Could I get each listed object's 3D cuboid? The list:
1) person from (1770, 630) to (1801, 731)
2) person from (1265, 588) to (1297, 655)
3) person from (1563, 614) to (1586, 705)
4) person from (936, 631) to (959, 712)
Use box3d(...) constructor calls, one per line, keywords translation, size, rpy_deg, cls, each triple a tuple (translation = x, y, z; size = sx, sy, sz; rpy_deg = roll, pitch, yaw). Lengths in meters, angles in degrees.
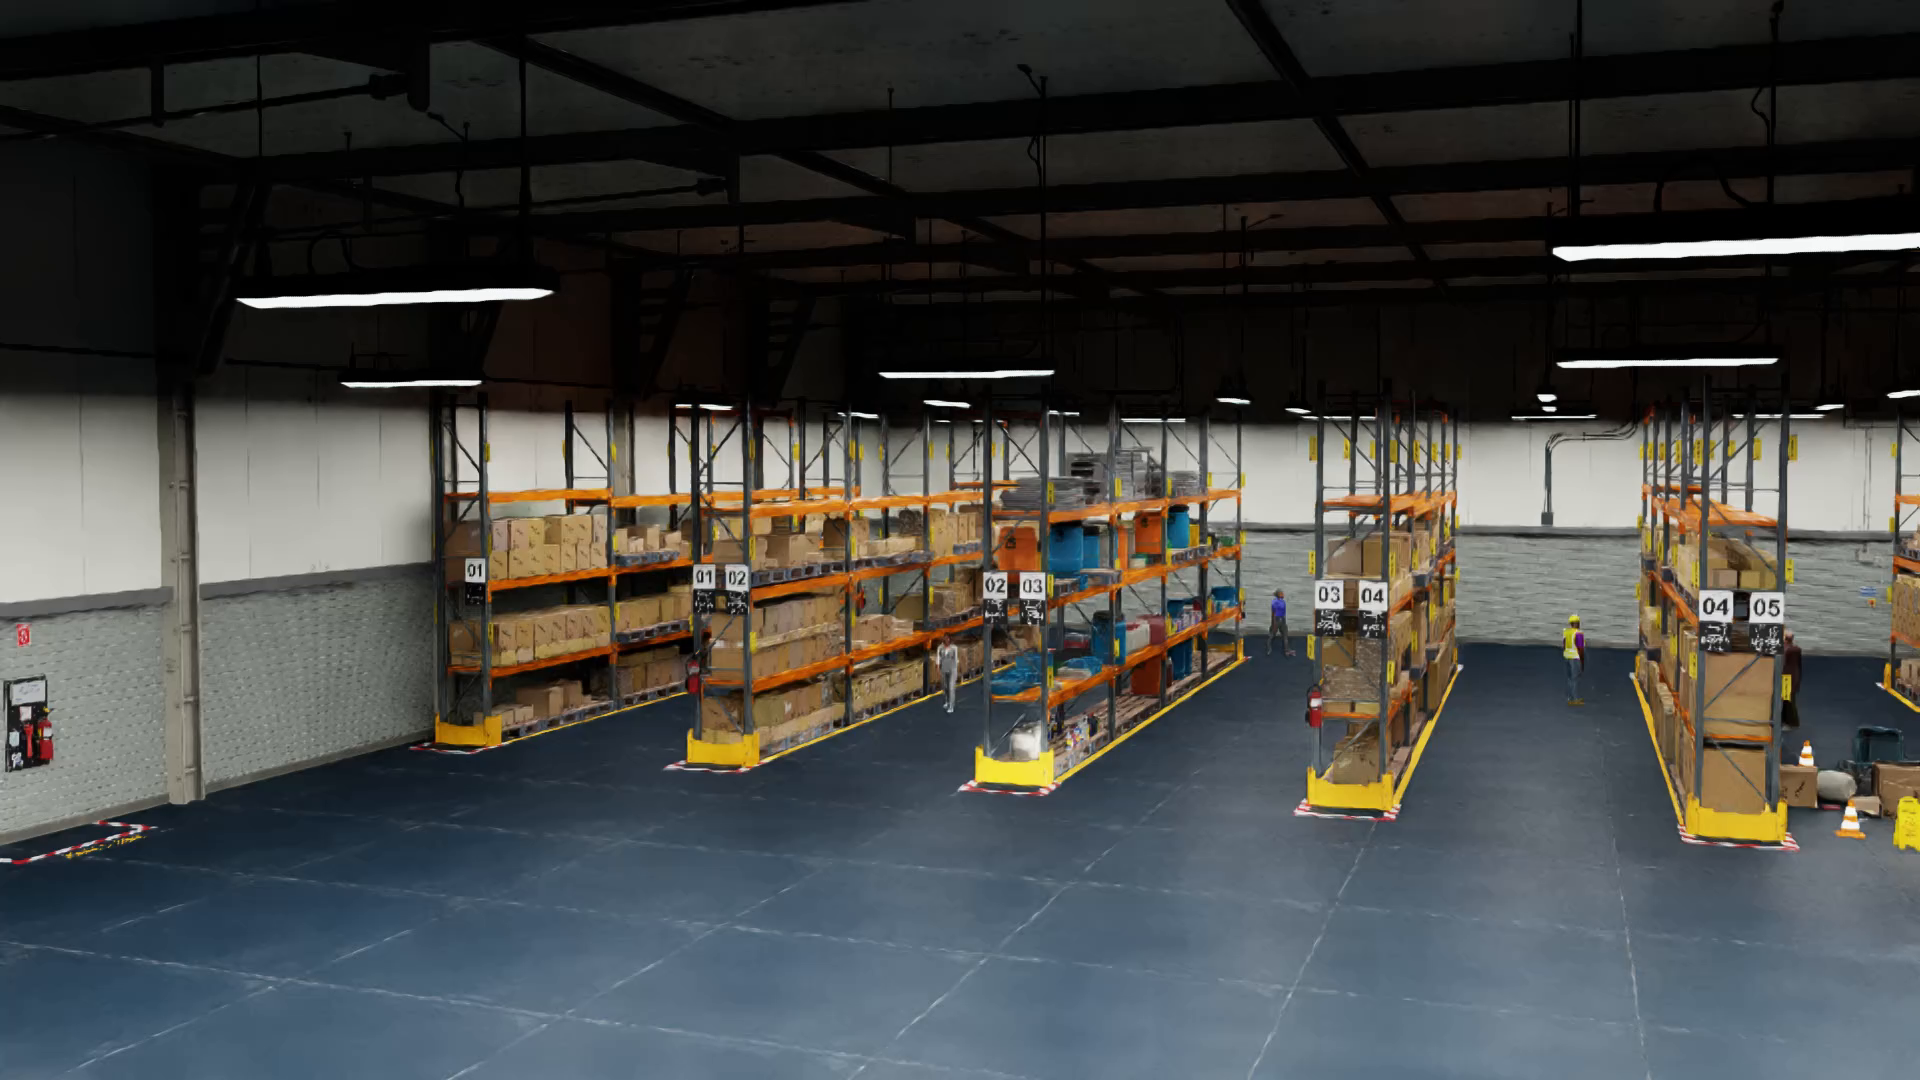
box3d(translation=(14.835, 2.504, 29.873), size=(0.677, 1.775, 0.636), rpy_deg=(-2, 4, -38), cls="person")
box3d(translation=(7.848, 1.996, 40.813), size=(0.697, 1.647, 0.555), rpy_deg=(-2, 4, -35), cls="person")
box3d(translation=(12.179, 2.352, 32.868), size=(0.453, 1.768, 0.632), rpy_deg=(-1, 3, -10), cls="person")
box3d(translation=(-0.242, 2.516, 32.031), size=(0.411, 1.534, 0.956), rpy_deg=(1, 3, 11), cls="person")
